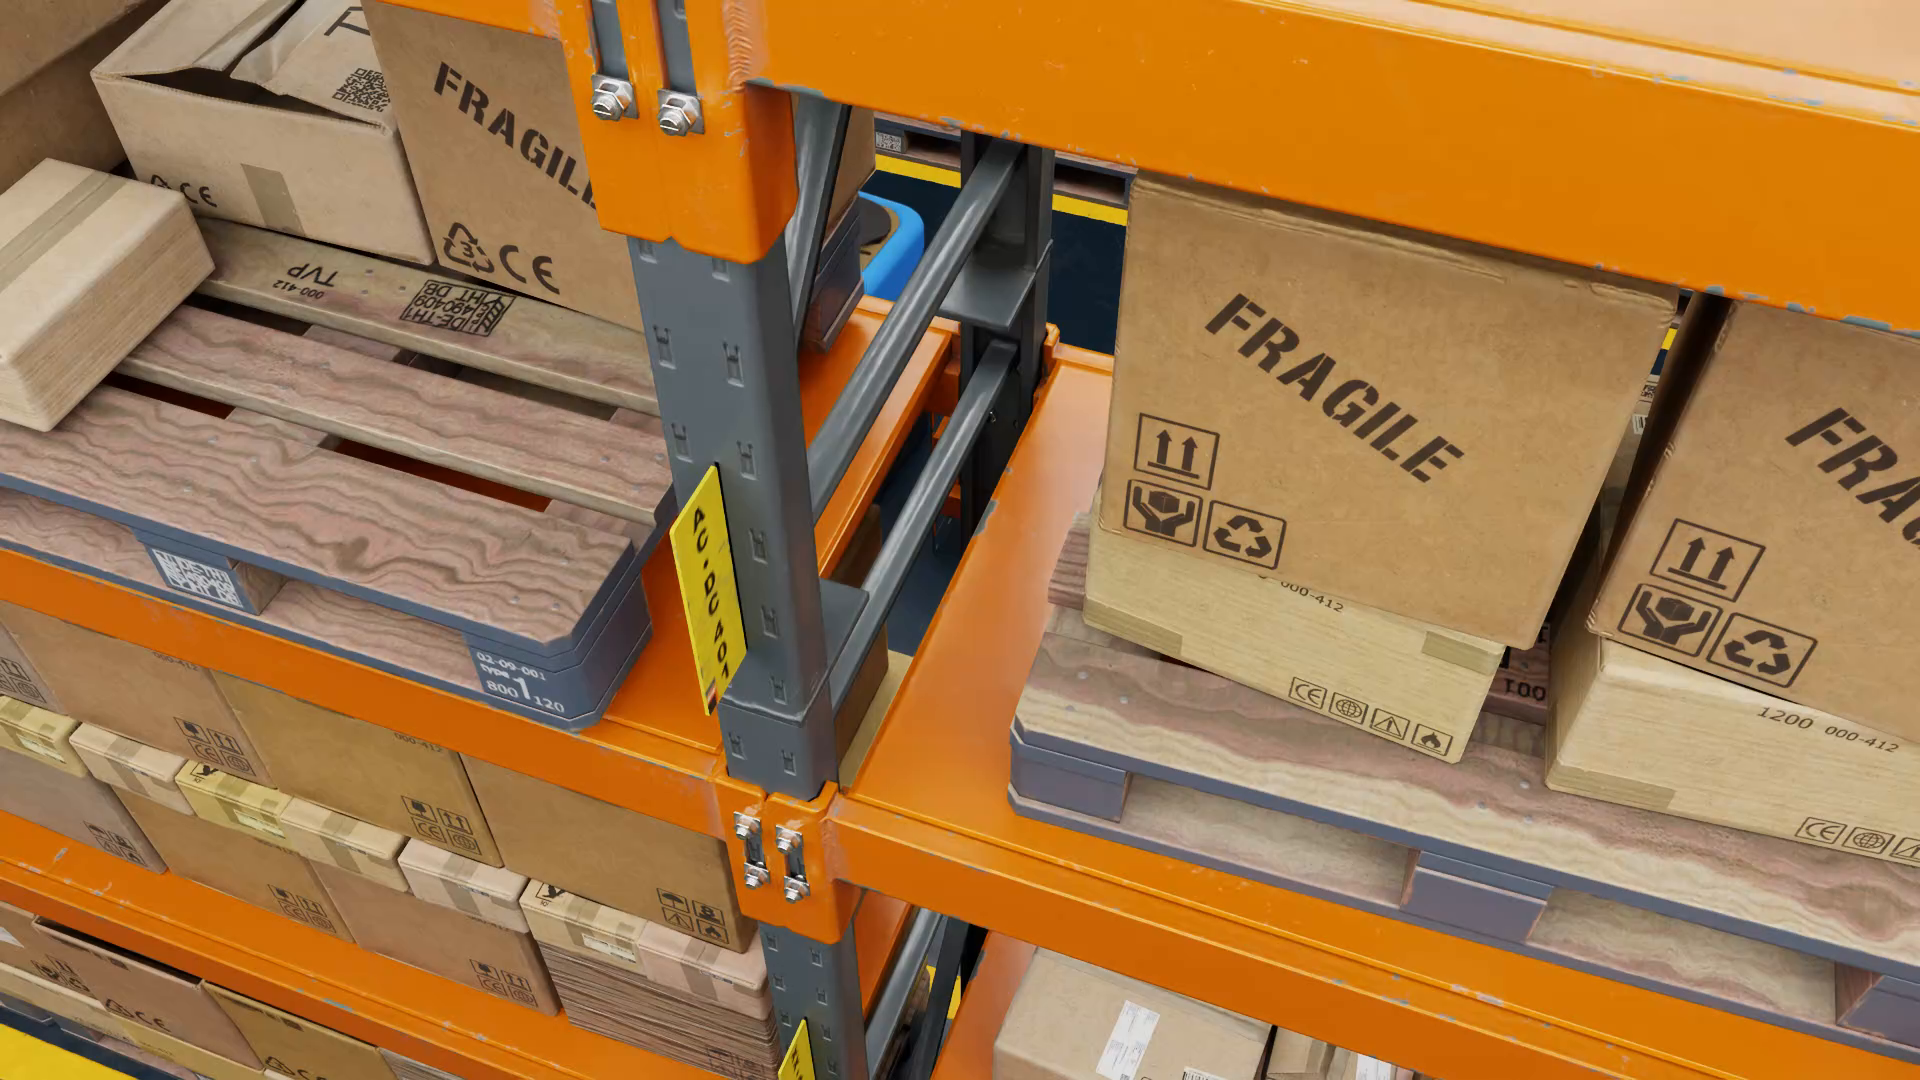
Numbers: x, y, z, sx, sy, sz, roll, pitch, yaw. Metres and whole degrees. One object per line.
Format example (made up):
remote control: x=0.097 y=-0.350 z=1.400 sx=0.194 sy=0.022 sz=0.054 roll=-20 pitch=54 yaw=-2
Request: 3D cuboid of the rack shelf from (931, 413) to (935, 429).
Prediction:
rack shelf: x=0.050 y=-0.509 z=5.635 sx=0.240 sy=0.259 sz=0.215 roll=16 pitch=51 yaw=13

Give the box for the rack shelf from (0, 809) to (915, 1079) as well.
rack shelf: x=-1.959 y=0.559 z=4.257 sx=4.000 sy=0.370 sz=1.077 roll=16 pitch=51 yaw=13

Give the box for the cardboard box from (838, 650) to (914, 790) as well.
cardboard box: x=-0.268 y=0.394 z=3.428 sx=0.250 sy=0.149 sz=0.380 roll=16 pitch=51 yaw=13

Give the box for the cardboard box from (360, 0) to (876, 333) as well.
cardboard box: x=-0.464 y=-0.671 z=2.425 sx=0.500 sy=0.500 sz=0.500 roll=19 pitch=52 yaw=16

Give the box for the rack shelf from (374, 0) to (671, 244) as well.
rack shelf: x=-1.959 y=-1.275 z=2.141 sx=4.000 sy=0.370 sz=1.077 roll=16 pitch=51 yaw=13

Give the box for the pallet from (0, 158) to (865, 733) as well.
pallet: x=-0.892 y=-0.312 z=2.609 sx=1.213 sy=0.211 sz=1.003 roll=16 pitch=51 yaw=13

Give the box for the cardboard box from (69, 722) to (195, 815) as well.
cardboard box: x=-1.603 y=0.349 z=3.468 sx=0.250 sy=0.149 sz=0.380 roll=17 pitch=51 yaw=14

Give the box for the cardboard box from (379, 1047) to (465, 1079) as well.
cardboard box: x=-1.059 y=1.258 z=4.220 sx=0.500 sy=0.500 sz=0.500 roll=16 pitch=51 yaw=13

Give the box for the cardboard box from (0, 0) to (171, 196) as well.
cardboard box: x=-1.584 y=-0.874 z=2.598 sx=0.637 sy=0.503 sz=0.797 roll=21 pitch=52 yaw=17

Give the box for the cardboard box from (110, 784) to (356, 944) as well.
cardboard box: x=-1.468 y=0.435 z=3.822 sx=0.500 sy=0.500 sz=0.700 roll=16 pitch=51 yaw=14

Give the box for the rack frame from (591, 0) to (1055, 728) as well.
rack frame: x=-0.083 y=-1.118 z=1.264 sx=0.127 sy=3.000 sz=1.000 roll=16 pitch=51 yaw=13

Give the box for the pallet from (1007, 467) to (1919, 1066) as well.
pallet: x=0.749 y=0.149 z=2.278 sx=1.217 sy=0.209 sz=0.805 roll=14 pitch=50 yaw=12

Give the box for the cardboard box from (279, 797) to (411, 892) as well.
cardboard box: x=-1.137 y=0.481 z=3.353 sx=0.250 sy=0.149 sz=0.380 roll=15 pitch=51 yaw=13

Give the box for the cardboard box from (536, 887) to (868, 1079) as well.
cardboard box: x=-0.502 y=0.702 z=3.590 sx=0.500 sy=0.500 sz=0.700 roll=14 pitch=51 yaw=12

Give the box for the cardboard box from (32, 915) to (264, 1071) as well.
cardboard box: x=-2.003 y=1.009 z=4.436 sx=0.500 sy=0.500 sz=0.500 roll=16 pitch=51 yaw=13

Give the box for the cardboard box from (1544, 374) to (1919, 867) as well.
cardboard box: x=1.008 y=0.086 z=2.027 sx=0.500 sy=0.250 sz=0.500 roll=11 pitch=50 yaw=10

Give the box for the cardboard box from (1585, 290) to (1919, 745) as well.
cardboard box: x=1.024 y=-0.148 z=1.733 sx=0.500 sy=0.500 sz=0.500 roll=20 pitch=52 yaw=17

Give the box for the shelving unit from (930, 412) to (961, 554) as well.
shelving unit: x=0.050 y=-0.330 z=5.841 sx=0.252 sy=1.050 sz=0.215 roll=16 pitch=51 yaw=13

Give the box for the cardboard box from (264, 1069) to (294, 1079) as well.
cardboard box: x=-1.534 y=1.385 z=4.607 sx=0.500 sy=0.250 sz=0.500 roll=16 pitch=51 yaw=13

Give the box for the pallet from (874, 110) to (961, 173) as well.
pallet: x=-0.161 y=-2.222 z=8.036 sx=1.213 sy=0.211 sz=1.003 roll=16 pitch=51 yaw=13

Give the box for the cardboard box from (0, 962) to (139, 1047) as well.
cardboard box: x=-2.470 y=1.120 z=4.836 sx=0.500 sy=0.250 sz=0.500 roll=16 pitch=51 yaw=13

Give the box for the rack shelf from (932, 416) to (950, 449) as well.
rack shelf: x=0.050 y=-0.323 z=5.849 sx=0.240 sy=0.259 sz=0.215 roll=16 pitch=51 yaw=13

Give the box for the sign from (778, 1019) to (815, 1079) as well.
sign: x=-0.274 y=0.931 z=2.833 sx=0.005 sy=0.325 sz=0.100 roll=16 pitch=51 yaw=13

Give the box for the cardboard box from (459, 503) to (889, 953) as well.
cardboard box: x=-0.502 y=0.277 z=3.100 sx=0.500 sy=0.500 sz=0.700 roll=16 pitch=51 yaw=13

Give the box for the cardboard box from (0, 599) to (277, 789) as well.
cardboard box: x=-1.446 y=0.014 z=3.328 sx=0.500 sy=0.500 sz=0.700 roll=16 pitch=51 yaw=13

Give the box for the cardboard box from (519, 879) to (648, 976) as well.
cardboard box: x=-0.644 y=0.616 z=3.236 sx=0.250 sy=0.149 sz=0.380 roll=15 pitch=51 yaw=12

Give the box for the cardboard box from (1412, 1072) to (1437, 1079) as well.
cardboard box: x=1.126 y=1.165 z=3.190 sx=0.500 sy=0.500 sz=0.500 roll=19 pitch=52 yaw=16

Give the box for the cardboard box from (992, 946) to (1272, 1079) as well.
cardboard box: x=0.394 y=0.994 z=3.503 sx=0.500 sy=0.250 sz=0.500 roll=19 pitch=52 yaw=15

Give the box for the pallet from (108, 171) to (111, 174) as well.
pallet: x=-2.033 y=-0.632 z=2.887 sx=1.213 sy=0.211 sz=1.003 roll=16 pitch=51 yaw=13

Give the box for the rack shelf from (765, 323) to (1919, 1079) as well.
rack shelf: x=1.793 y=0.624 z=2.216 sx=4.000 sy=0.370 sz=1.077 roll=16 pitch=51 yaw=13

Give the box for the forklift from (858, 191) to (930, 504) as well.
forklift: x=-1.665 y=-1.582 z=5.682 sx=3.031 sy=2.935 sz=1.130 roll=20 pitch=52 yaw=17

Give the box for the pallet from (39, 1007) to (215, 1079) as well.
pallet: x=-1.963 y=1.204 z=5.067 sx=1.213 sy=0.211 sz=1.003 roll=16 pitch=51 yaw=13
